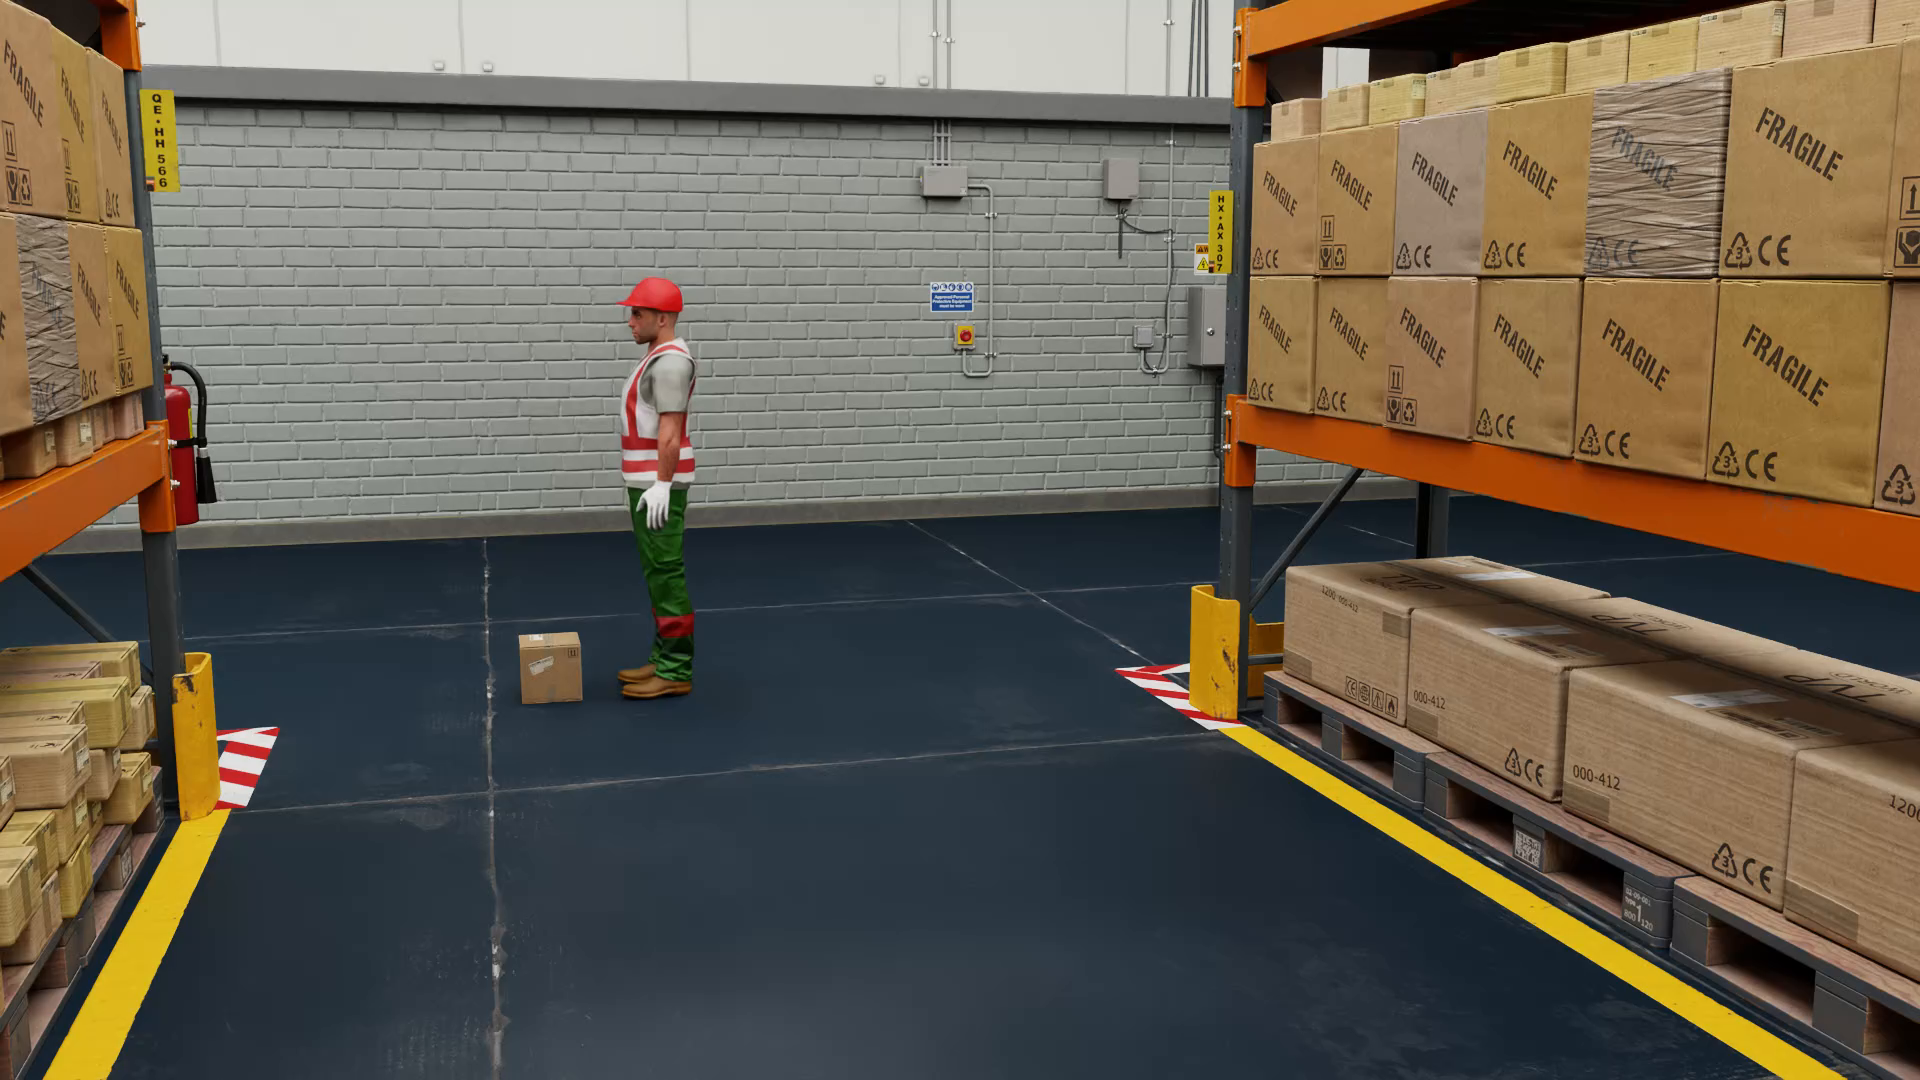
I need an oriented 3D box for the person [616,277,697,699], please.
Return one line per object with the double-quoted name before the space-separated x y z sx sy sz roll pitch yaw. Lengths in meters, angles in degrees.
"person" -1.319 -0.229 7.193 0.367 1.792 0.529 -2 9 -15
